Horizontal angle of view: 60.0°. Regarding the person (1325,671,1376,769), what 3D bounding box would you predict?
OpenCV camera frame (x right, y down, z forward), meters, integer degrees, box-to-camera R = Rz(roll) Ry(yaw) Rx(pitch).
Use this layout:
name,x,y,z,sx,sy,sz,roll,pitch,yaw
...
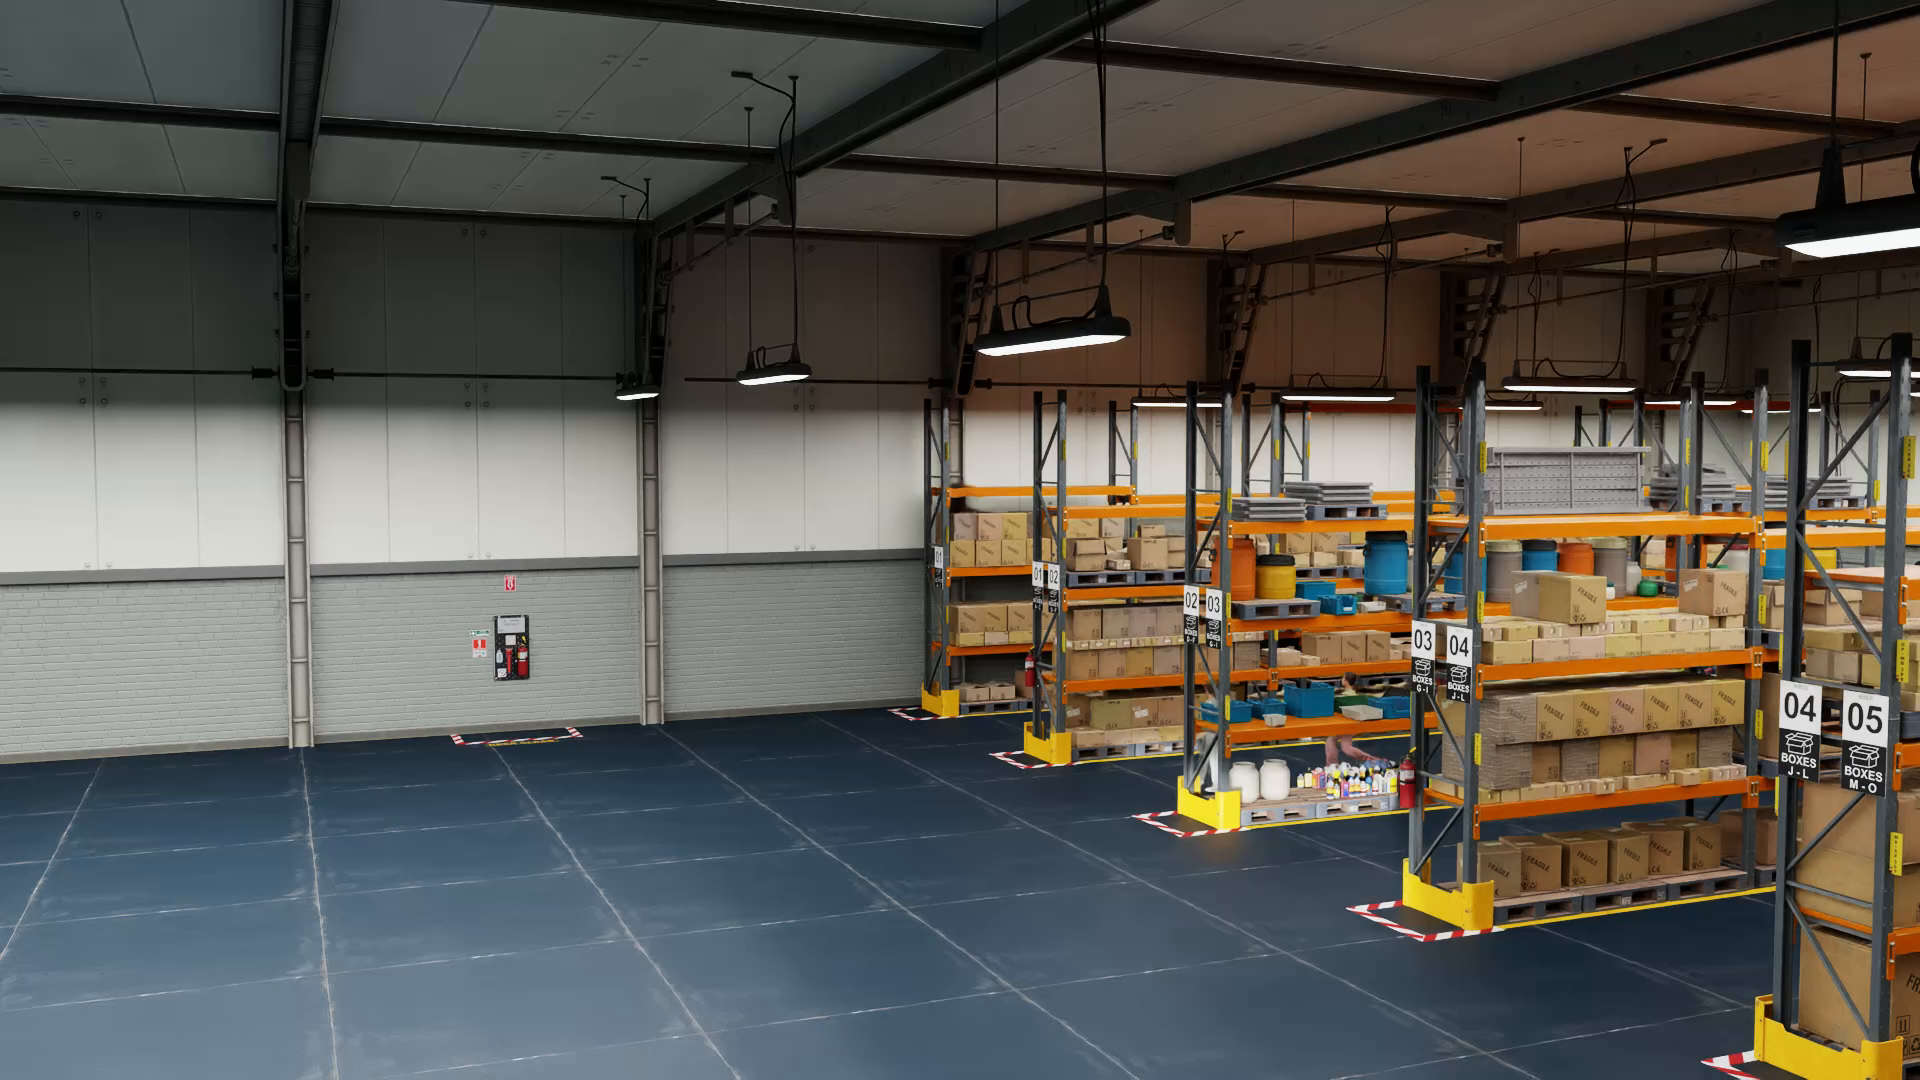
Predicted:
name,x,y,z,sx,sy,sz,roll,pitch,yaw
person,5.962,2.834,25.572,0.861,1.625,0.458,0,3,-3

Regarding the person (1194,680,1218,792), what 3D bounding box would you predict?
name,x,y,z,sx,sy,sz,roll,pitch,yaw
person,3.636,2.877,24.680,0.651,1.660,0.530,1,3,16

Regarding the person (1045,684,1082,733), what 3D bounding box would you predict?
name,x,y,z,sx,sy,sz,roll,pitch,yaw
person,1.854,2.553,29.588,1.048,1.730,0.699,-3,4,-37
